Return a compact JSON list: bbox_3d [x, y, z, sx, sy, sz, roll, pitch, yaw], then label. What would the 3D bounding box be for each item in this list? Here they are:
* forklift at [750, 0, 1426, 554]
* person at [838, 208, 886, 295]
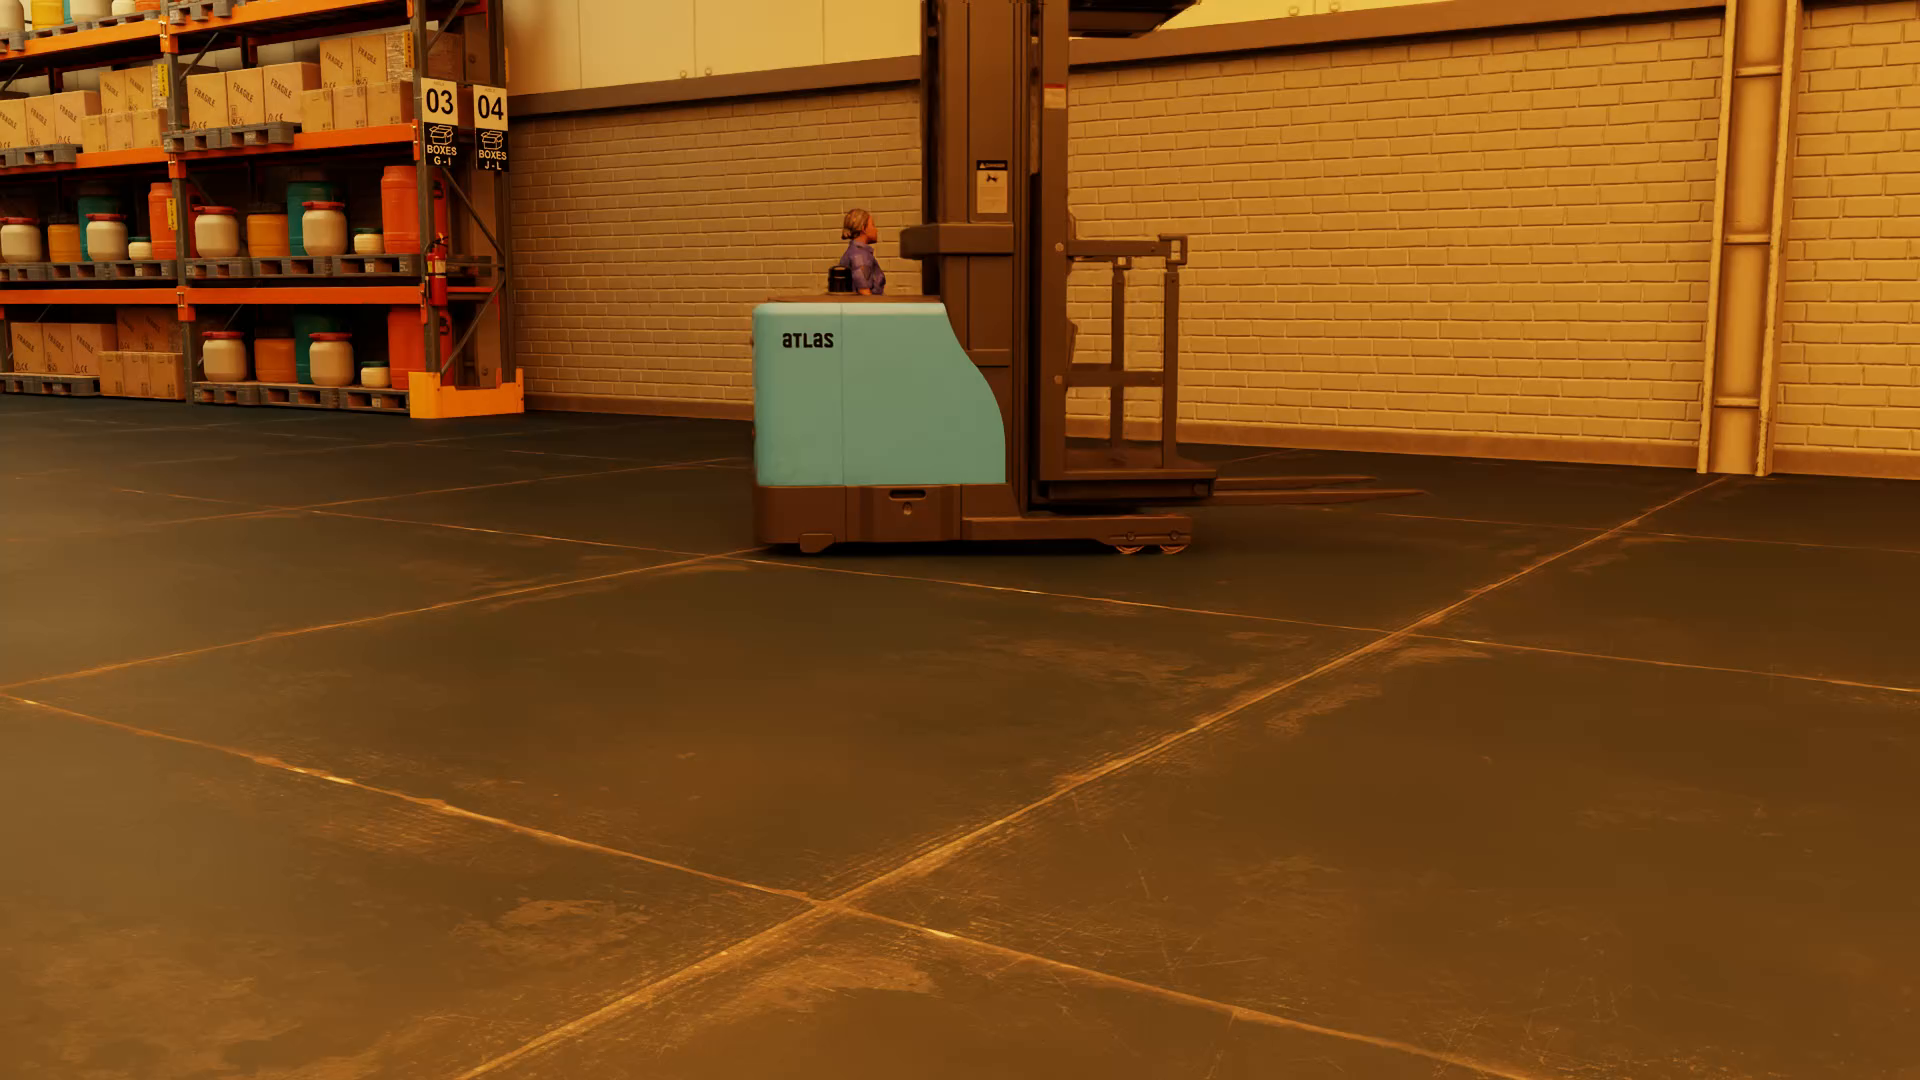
[{"bbox_3d":[0.573,-1.465,7.493,3.031,2.935,1.130,-1,8,-8],"label":"forklift"},{"bbox_3d":[-0.506,-1.259,10.541,0.504,1.656,0.563,-3,9,-20],"label":"person"}]
